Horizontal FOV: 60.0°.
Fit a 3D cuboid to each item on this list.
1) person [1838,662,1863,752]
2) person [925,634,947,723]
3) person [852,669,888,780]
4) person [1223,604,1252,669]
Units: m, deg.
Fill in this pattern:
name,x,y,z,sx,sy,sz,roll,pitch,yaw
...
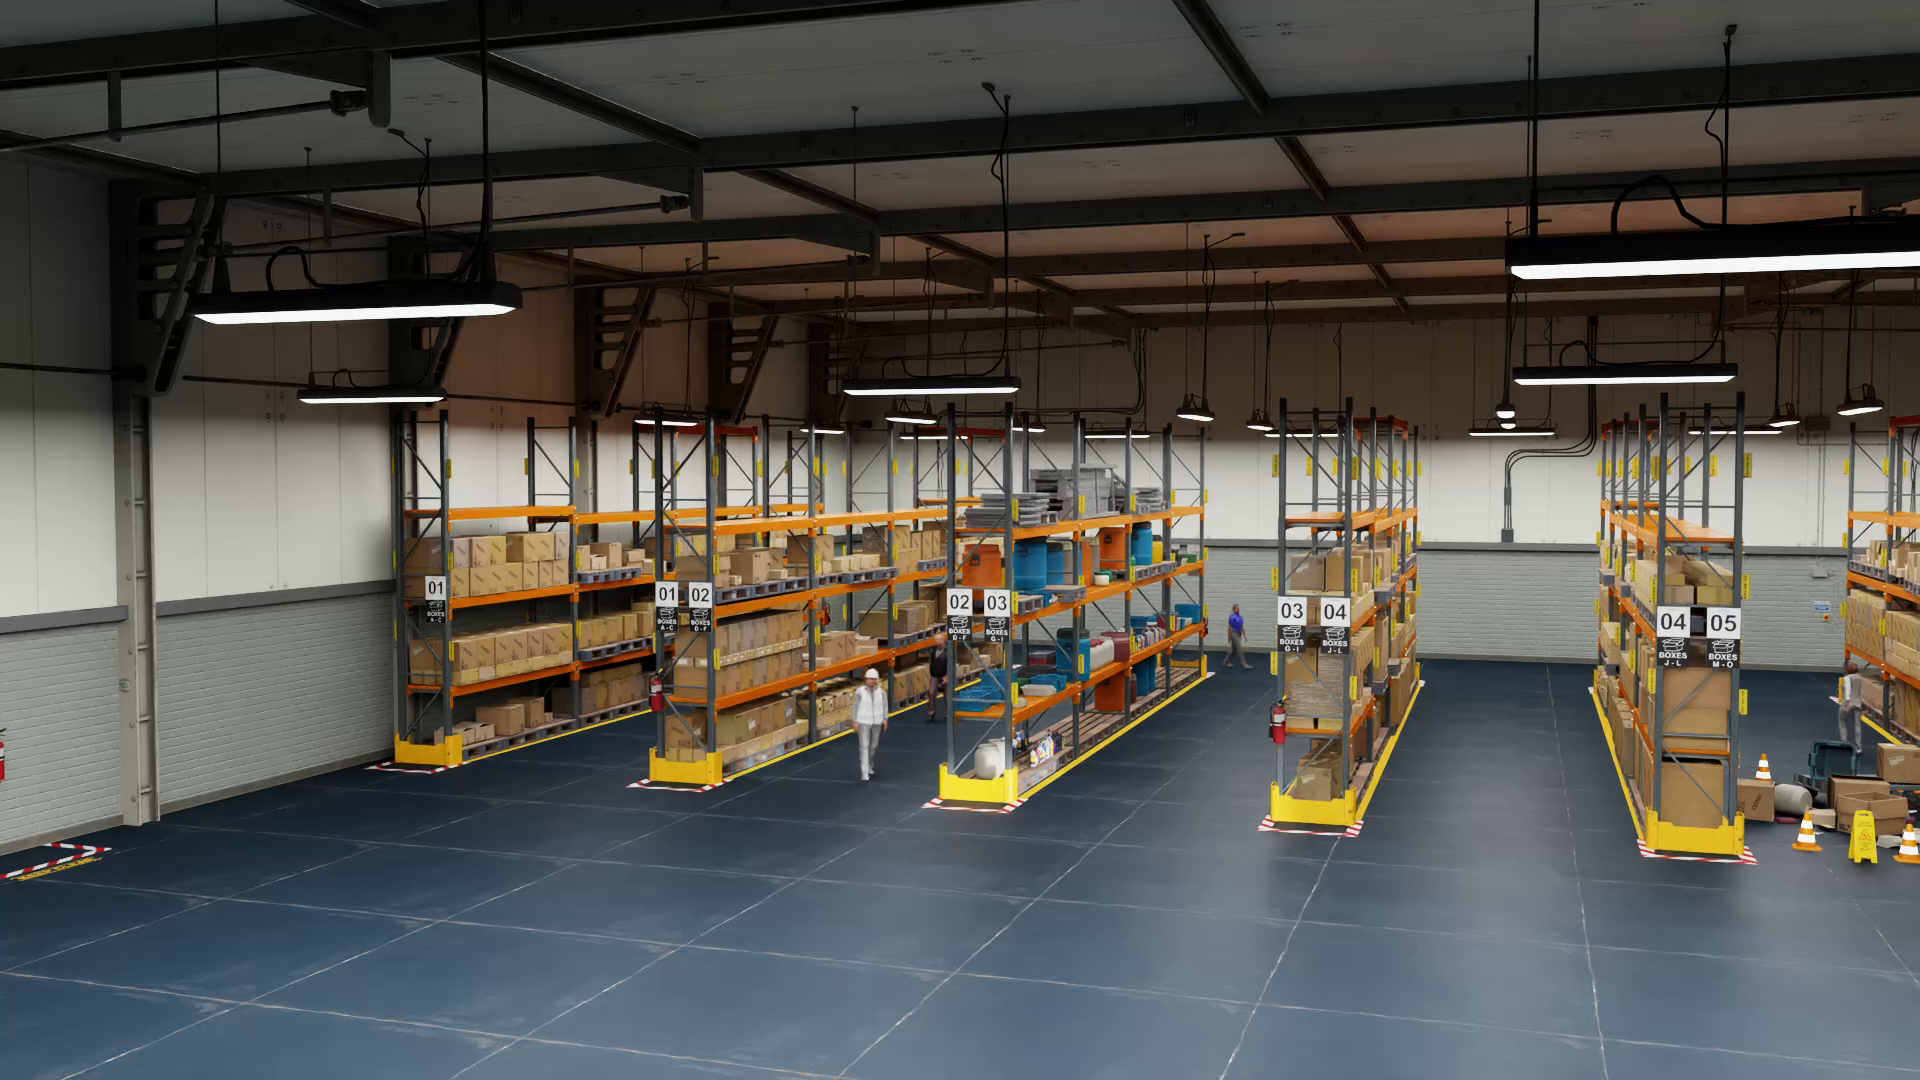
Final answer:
name,x,y,z,sx,sy,sz,roll,pitch,yaw
person,15.764,2.963,29.351,0.411,1.615,0.634,0,2,1
person,-0.404,2.726,32.955,0.561,1.694,0.890,1,3,25
person,-1.433,2.959,26.863,0.585,1.739,0.860,-1,3,-23
person,6.967,2.401,41.616,0.920,1.614,0.465,2,3,42
